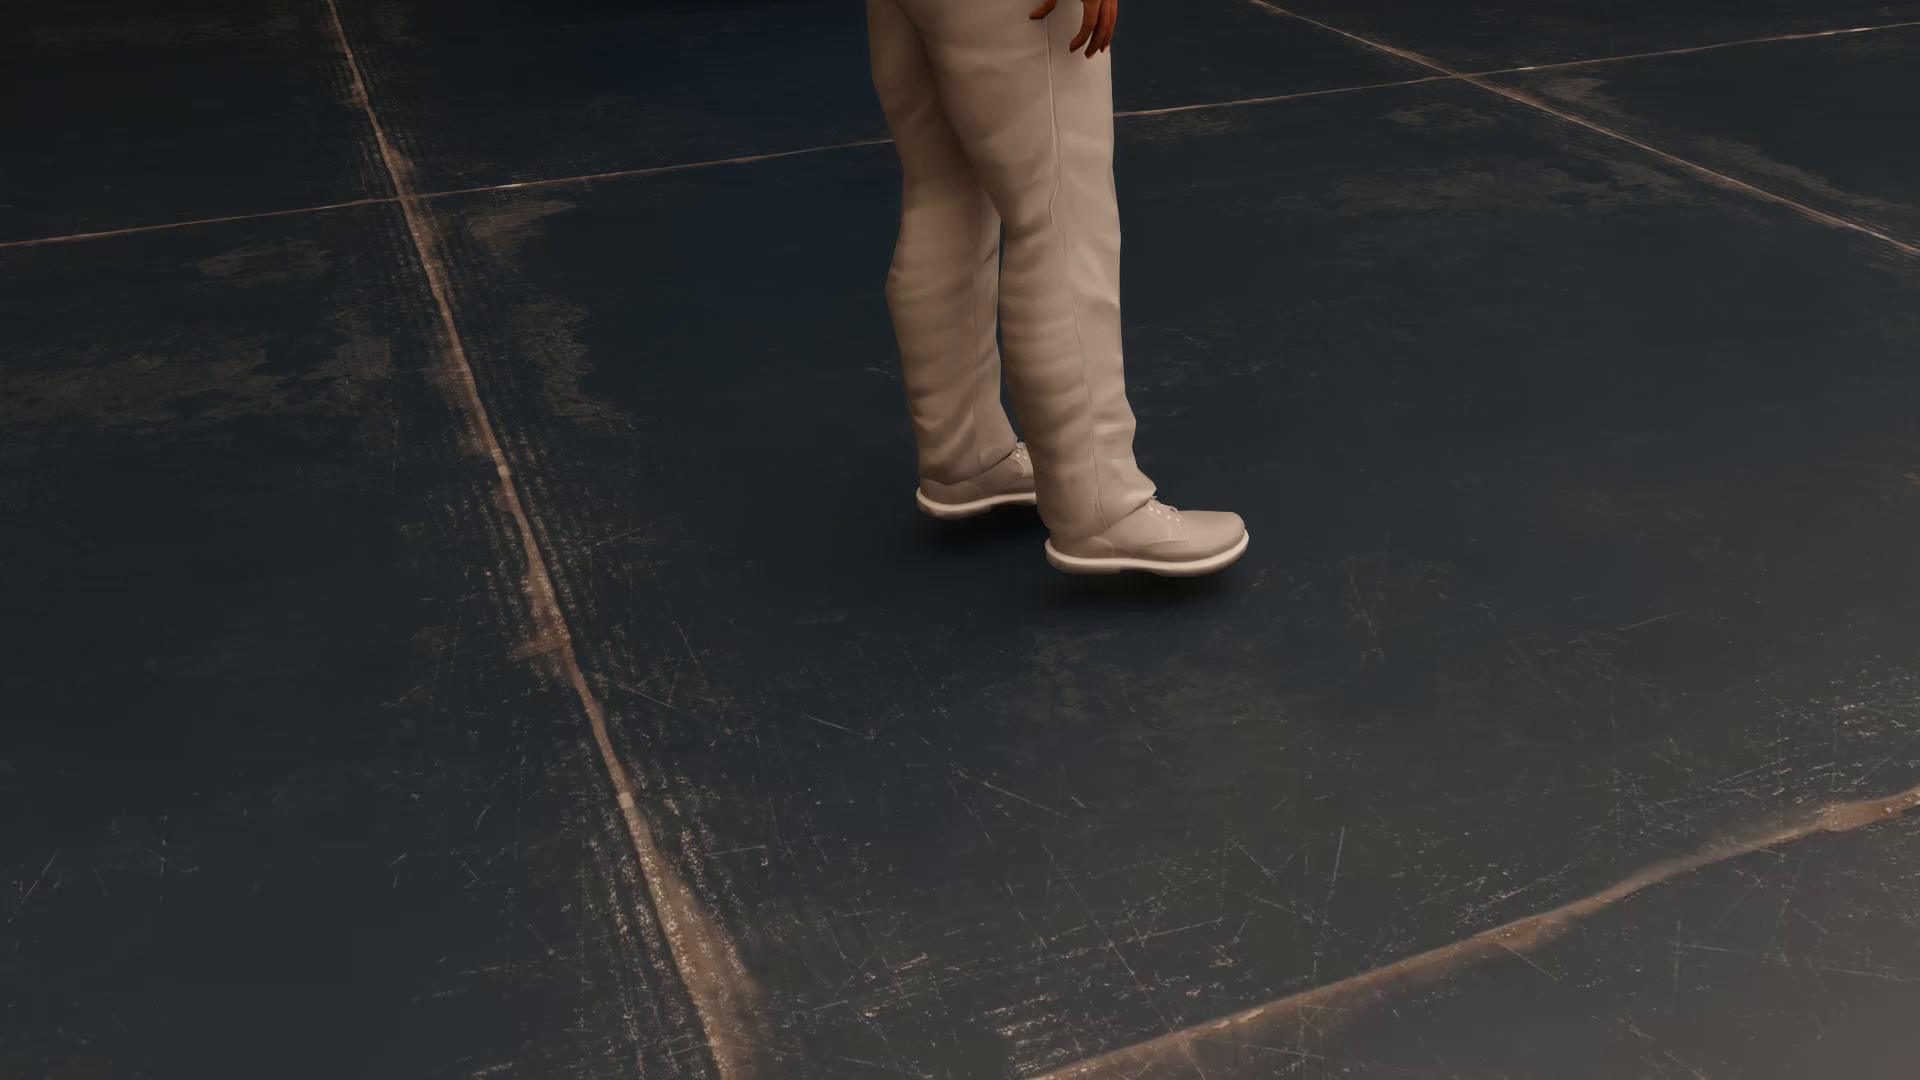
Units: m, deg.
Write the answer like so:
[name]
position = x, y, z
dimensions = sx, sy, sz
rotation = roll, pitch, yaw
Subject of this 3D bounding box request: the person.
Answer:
[person]
position = 0.077, -0.782, 2.066
dimensions = 0.529, 1.695, 0.569
rotation = -11, 32, -19
